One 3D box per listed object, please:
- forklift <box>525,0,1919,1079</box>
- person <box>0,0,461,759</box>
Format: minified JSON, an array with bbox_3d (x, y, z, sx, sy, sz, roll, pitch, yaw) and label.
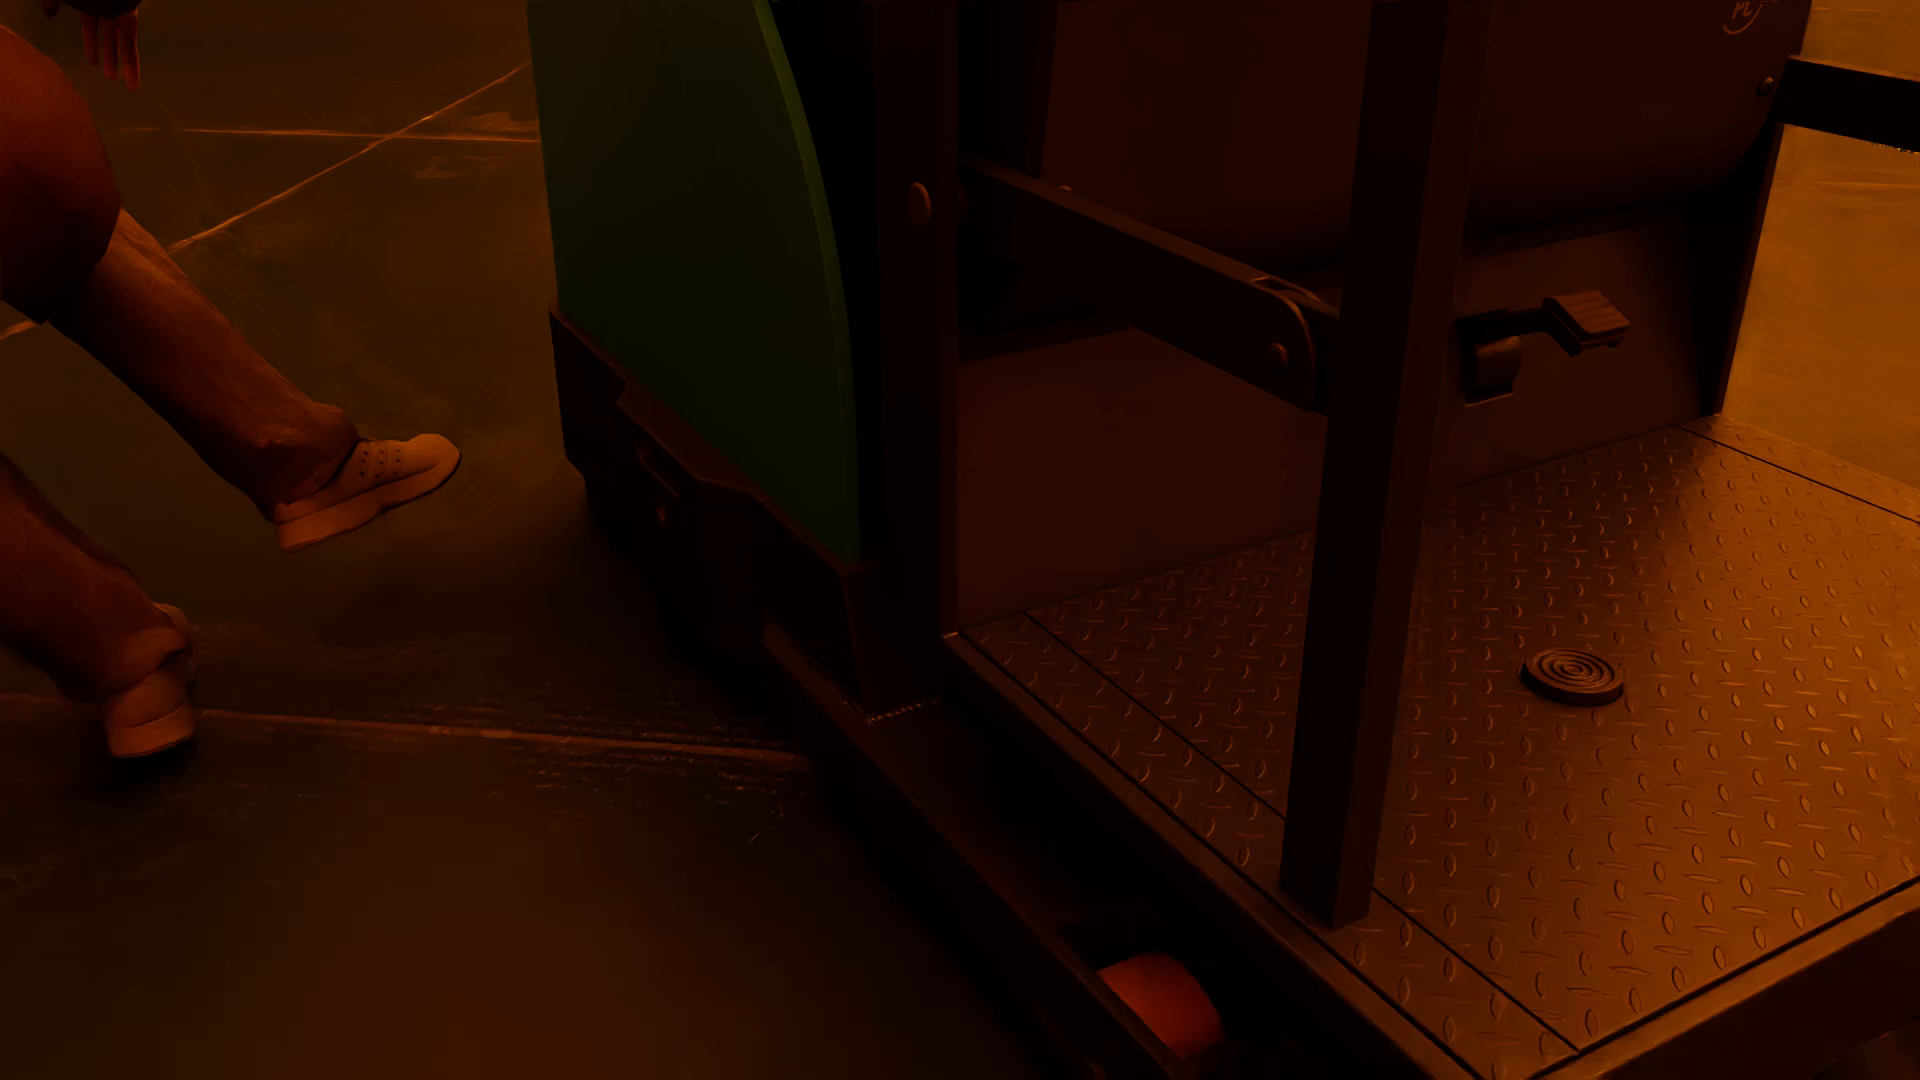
[{"bbox_3d":[0.551,-0.945,1.110,1.130,2.935,3.031,-14,30,-27],"label":"forklift"},{"bbox_3d":[-1.239,-0.500,1.802,0.949,1.529,1.245,20,33,34],"label":"person"}]
